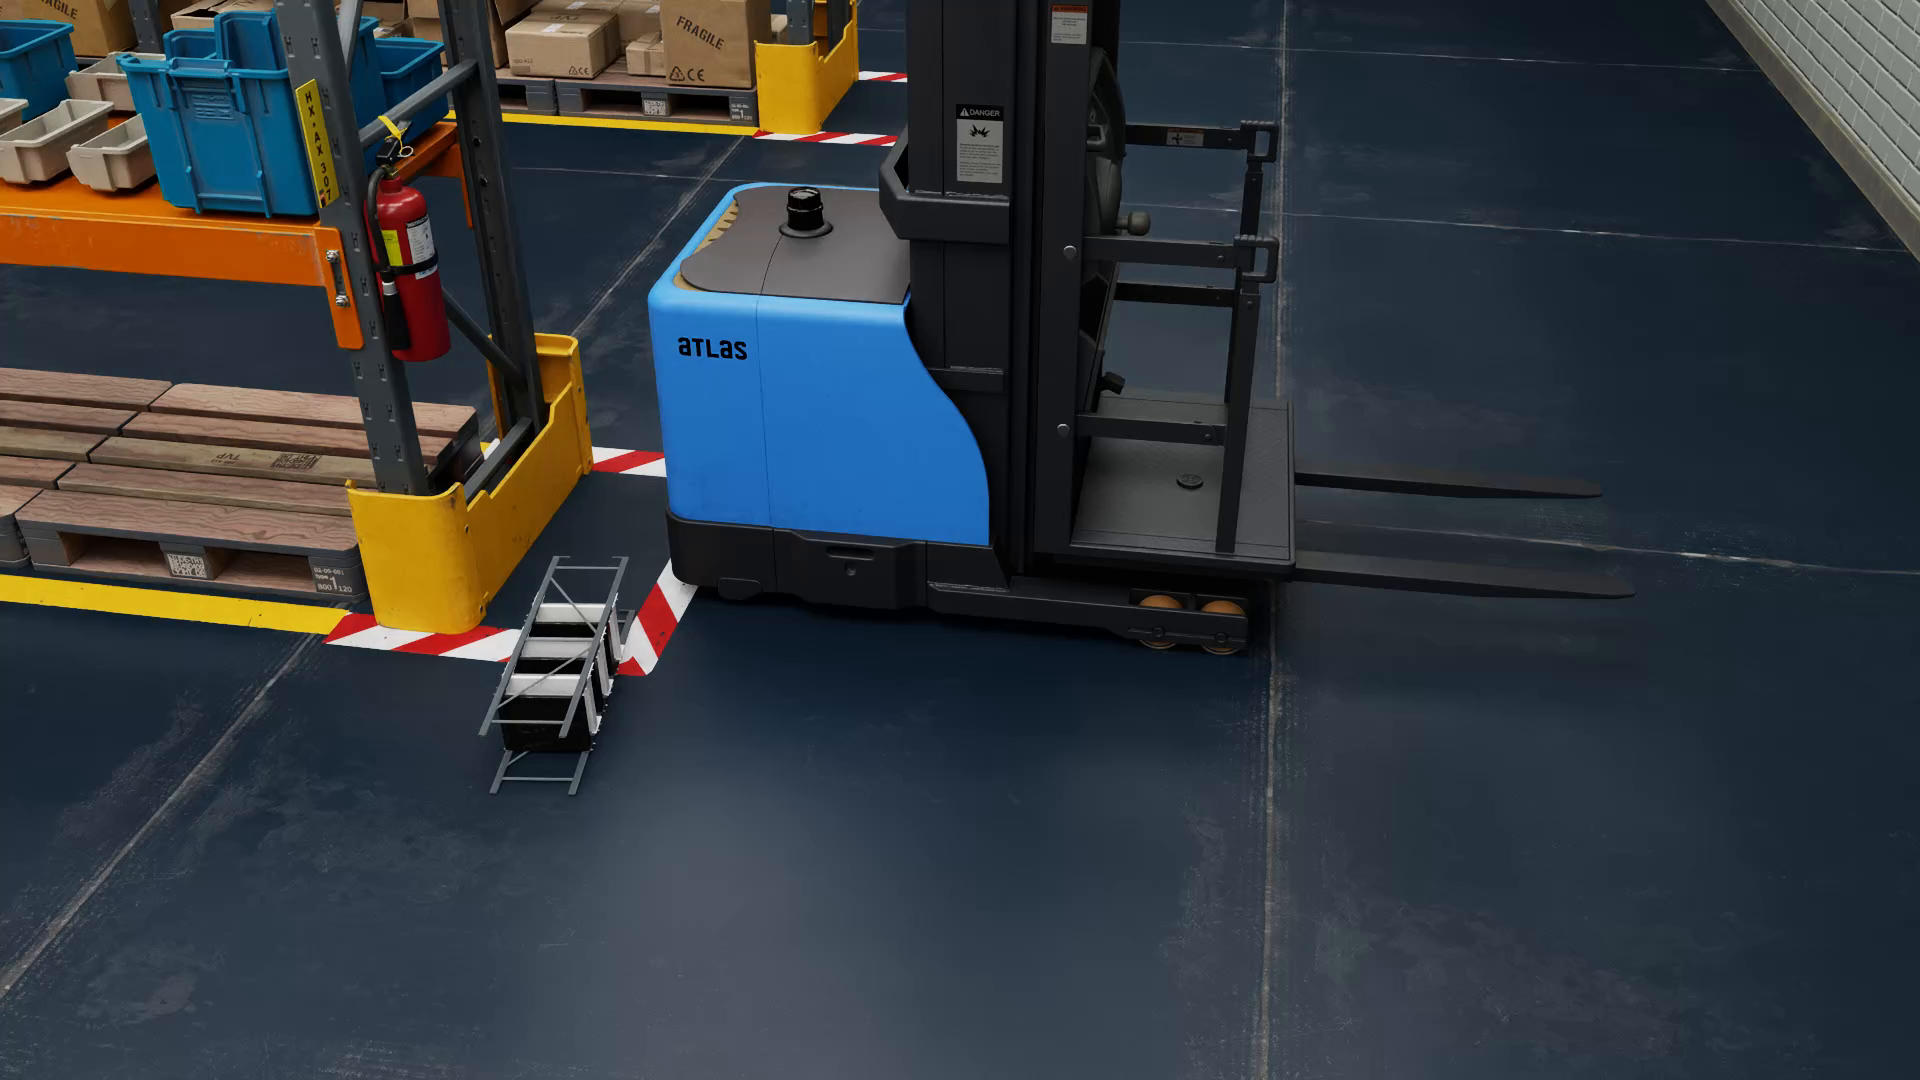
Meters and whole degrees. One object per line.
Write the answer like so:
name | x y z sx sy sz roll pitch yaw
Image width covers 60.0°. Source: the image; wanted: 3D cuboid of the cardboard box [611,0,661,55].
cardboard box | -1.791 -3.135 10.108 0.500 0.250 0.500 5 32 8

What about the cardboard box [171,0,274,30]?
cardboard box | -4.376 -3.126 10.036 0.500 0.311 0.500 5 32 8

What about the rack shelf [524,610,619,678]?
rack shelf | -1.175 0.314 5.045 0.258 0.200 0.077 1 32 1

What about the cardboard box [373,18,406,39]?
cardboard box | -3.521 -2.992 9.959 0.250 0.166 0.380 5 32 8

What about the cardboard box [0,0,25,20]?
cardboard box | -5.774 -3.299 10.135 0.500 0.500 0.500 5 32 8

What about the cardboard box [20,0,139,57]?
cardboard box | -5.288 -3.251 10.057 0.500 0.500 0.500 5 32 8

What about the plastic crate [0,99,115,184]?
plastic crate | -2.765 -1.207 5.044 0.243 0.136 0.396 5 32 8

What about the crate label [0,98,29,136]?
crate label | -3.044 -1.219 5.063 0.243 0.136 0.396 5 32 8

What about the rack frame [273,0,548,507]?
rack frame | -1.647 -1.282 4.971 0.127 3.000 1.000 5 32 8

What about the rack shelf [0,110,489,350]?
rack shelf | -3.619 -1.156 5.447 4.000 0.370 1.077 5 32 8

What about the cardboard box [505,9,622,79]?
cardboard box | -2.319 -2.914 9.755 0.500 0.250 0.500 5 32 8

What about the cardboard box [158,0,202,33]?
cardboard box | -5.189 -3.527 10.499 0.500 0.500 0.500 4 32 6

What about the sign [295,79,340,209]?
sign | -1.724 -1.062 4.466 0.005 0.325 0.100 5 32 8

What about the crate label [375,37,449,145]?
crate label | -1.835 -1.431 5.310 0.303 0.233 0.416 5 32 8

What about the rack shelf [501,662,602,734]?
rack shelf | -1.180 0.457 4.817 0.258 0.200 0.077 1 32 1

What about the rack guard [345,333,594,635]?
rack guard | -1.621 -0.227 5.642 0.348 0.500 1.175 5 32 8

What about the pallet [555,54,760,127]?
pallet | -1.671 -2.768 9.973 1.213 0.211 1.003 5 32 8

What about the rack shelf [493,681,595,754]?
rack shelf | -1.182 0.505 4.740 0.258 0.200 0.077 1 32 1

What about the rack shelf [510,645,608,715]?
rack shelf | -1.178 0.410 4.893 0.258 0.200 0.077 1 32 1

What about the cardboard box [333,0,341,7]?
cardboard box | -4.144 -3.454 10.382 0.500 0.500 0.500 5 32 8

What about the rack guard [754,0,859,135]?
rack guard | -0.885 -2.820 9.784 0.348 0.500 1.175 5 32 8

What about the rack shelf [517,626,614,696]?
rack shelf | -1.176 0.362 4.969 0.258 0.200 0.077 1 32 1

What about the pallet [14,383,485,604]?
pallet | -2.454 -0.194 5.861 1.213 0.211 1.003 5 32 8

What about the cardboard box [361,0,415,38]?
cardboard box | -3.405 -3.307 10.325 0.500 0.311 0.500 5 32 8

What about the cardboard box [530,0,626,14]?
cardboard box | -2.284 -3.180 10.179 0.500 0.250 0.500 5 32 8

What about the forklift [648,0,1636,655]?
forklift | 0.618 -1.189 4.888 3.031 2.935 1.130 5 32 8

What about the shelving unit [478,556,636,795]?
shelving unit | -1.177 0.379 4.941 0.258 0.210 0.900 1 32 1

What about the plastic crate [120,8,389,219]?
plastic crate | -2.009 -1.255 4.838 0.499 0.435 0.616 5 32 8

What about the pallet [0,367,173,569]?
pallet | -3.653 -0.304 6.037 1.213 0.211 1.003 5 32 8

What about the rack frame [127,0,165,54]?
rack frame | -4.753 -4.229 9.680 0.127 3.000 1.000 5 32 8

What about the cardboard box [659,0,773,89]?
cardboard box | -1.388 -2.919 9.528 0.500 0.500 0.500 5 32 8

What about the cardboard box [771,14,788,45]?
cardboard box | -1.165 -3.068 10.096 0.250 0.149 0.380 5 32 8

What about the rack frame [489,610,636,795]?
rack frame | -1.177 0.466 4.995 0.240 0.006 0.900 1 32 1

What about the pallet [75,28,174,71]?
pallet | -5.561 -3.100 10.504 1.213 0.211 1.003 5 32 8

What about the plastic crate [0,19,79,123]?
plastic crate | -3.133 -1.548 5.498 0.300 0.233 0.416 5 32 8

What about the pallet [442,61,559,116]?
pallet | -2.870 -2.878 10.149 1.213 0.211 1.003 5 32 8

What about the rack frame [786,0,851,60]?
rack frame | -0.810 -3.872 9.109 0.127 3.000 1.000 5 32 8

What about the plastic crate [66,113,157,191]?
plastic crate | -2.482 -1.174 4.990 0.243 0.136 0.396 5 32 8

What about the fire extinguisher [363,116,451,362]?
fire extinguisher | -1.575 -0.840 4.689 0.183 0.674 0.296 5 32 8

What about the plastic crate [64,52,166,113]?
plastic crate | -2.806 -1.522 5.547 0.298 0.136 0.250 5 32 8

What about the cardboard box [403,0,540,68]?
cardboard box | -2.900 -3.193 9.962 0.637 0.503 0.797 5 32 8

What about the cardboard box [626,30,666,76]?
cardboard box | -1.772 -2.861 9.749 0.250 0.166 0.380 5 32 8

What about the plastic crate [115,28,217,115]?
plastic crate | -2.484 -1.490 5.404 0.300 0.233 0.416 5 32 8

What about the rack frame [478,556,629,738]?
rack frame | -1.177 0.293 4.887 0.240 0.006 0.900 1 32 1

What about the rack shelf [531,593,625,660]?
rack shelf | -1.173 0.266 5.122 0.258 0.200 0.077 1 32 1

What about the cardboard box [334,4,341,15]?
cardboard box | -3.764 -3.303 10.472 0.250 0.149 0.380 5 32 8
